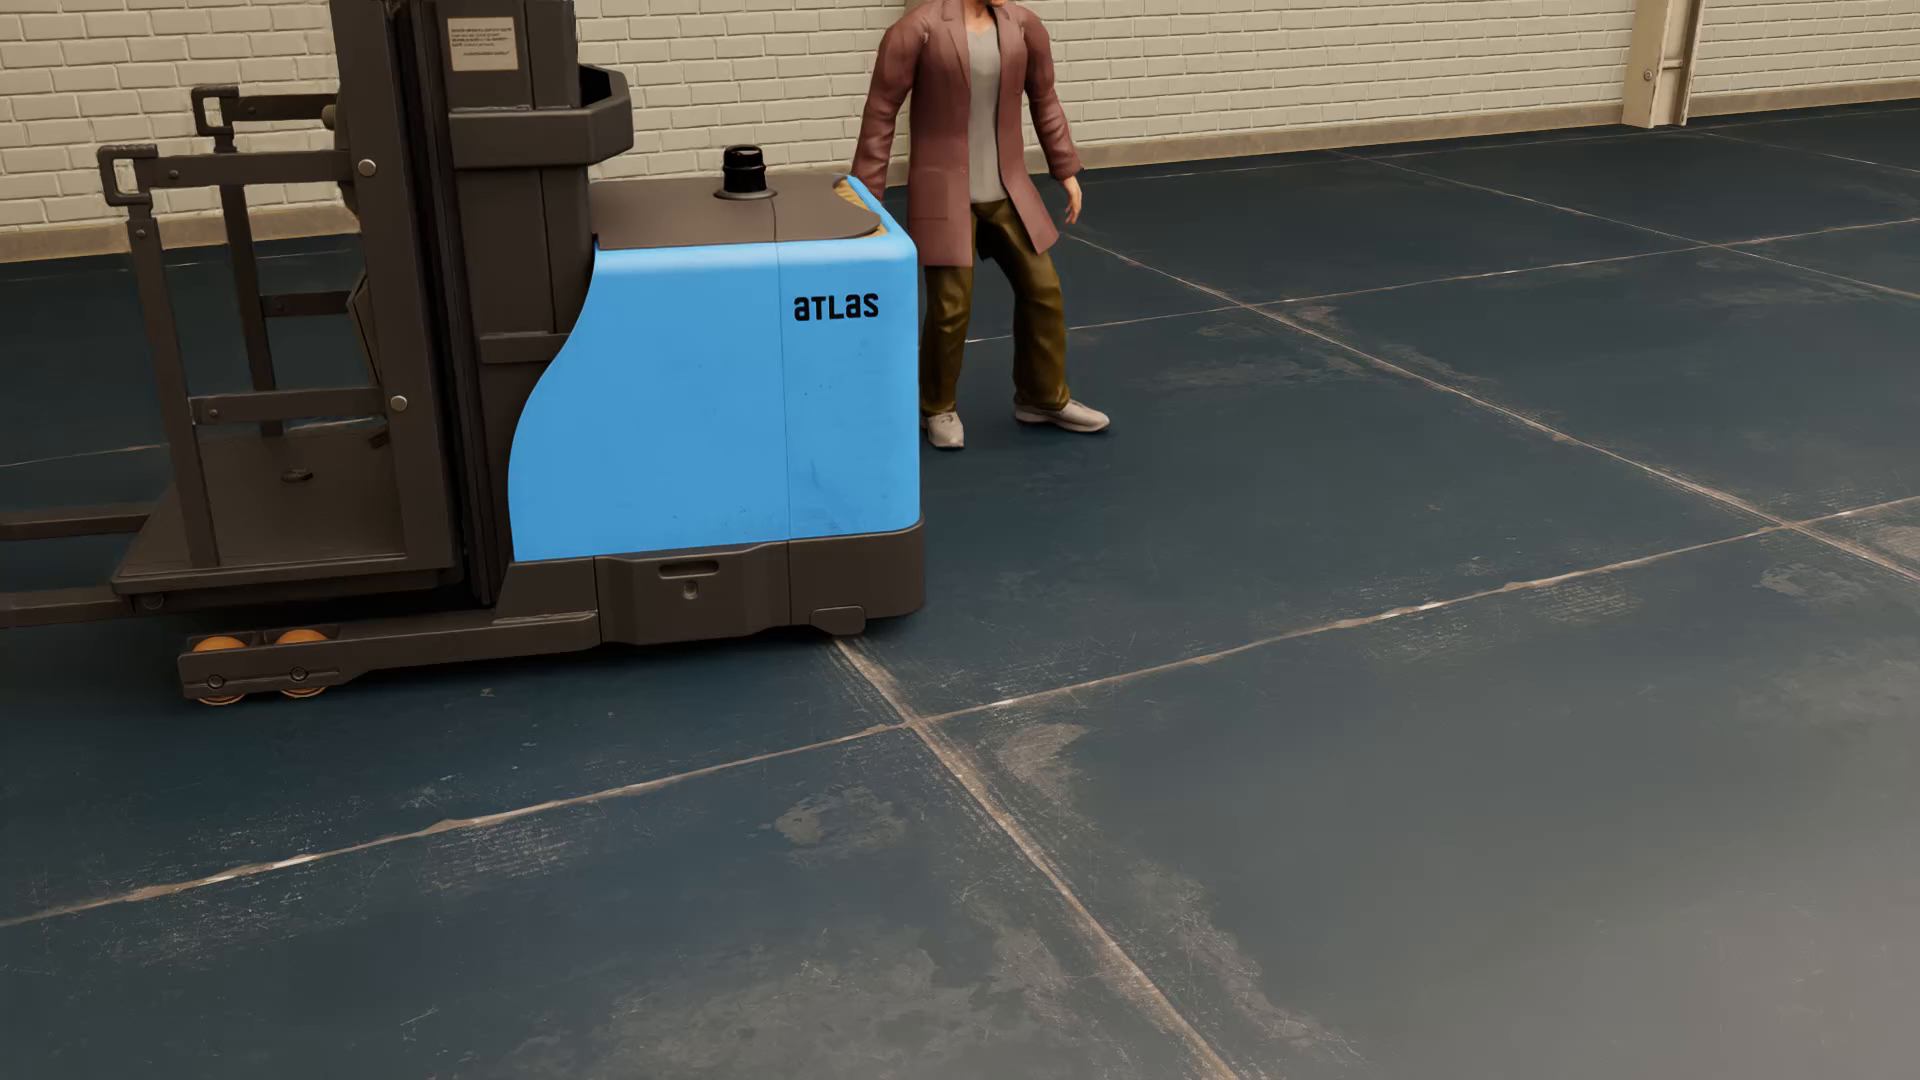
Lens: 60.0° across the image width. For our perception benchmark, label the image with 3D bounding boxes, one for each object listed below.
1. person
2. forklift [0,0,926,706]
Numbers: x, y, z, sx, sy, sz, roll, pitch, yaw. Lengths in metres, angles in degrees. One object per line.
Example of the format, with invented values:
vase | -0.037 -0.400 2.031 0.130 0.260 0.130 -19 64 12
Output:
person | 0.066 -1.111 5.742 0.890 1.573 0.423 -10 25 -23
forklift | -1.665 -1.165 4.091 3.031 2.935 1.130 -5 23 -11
